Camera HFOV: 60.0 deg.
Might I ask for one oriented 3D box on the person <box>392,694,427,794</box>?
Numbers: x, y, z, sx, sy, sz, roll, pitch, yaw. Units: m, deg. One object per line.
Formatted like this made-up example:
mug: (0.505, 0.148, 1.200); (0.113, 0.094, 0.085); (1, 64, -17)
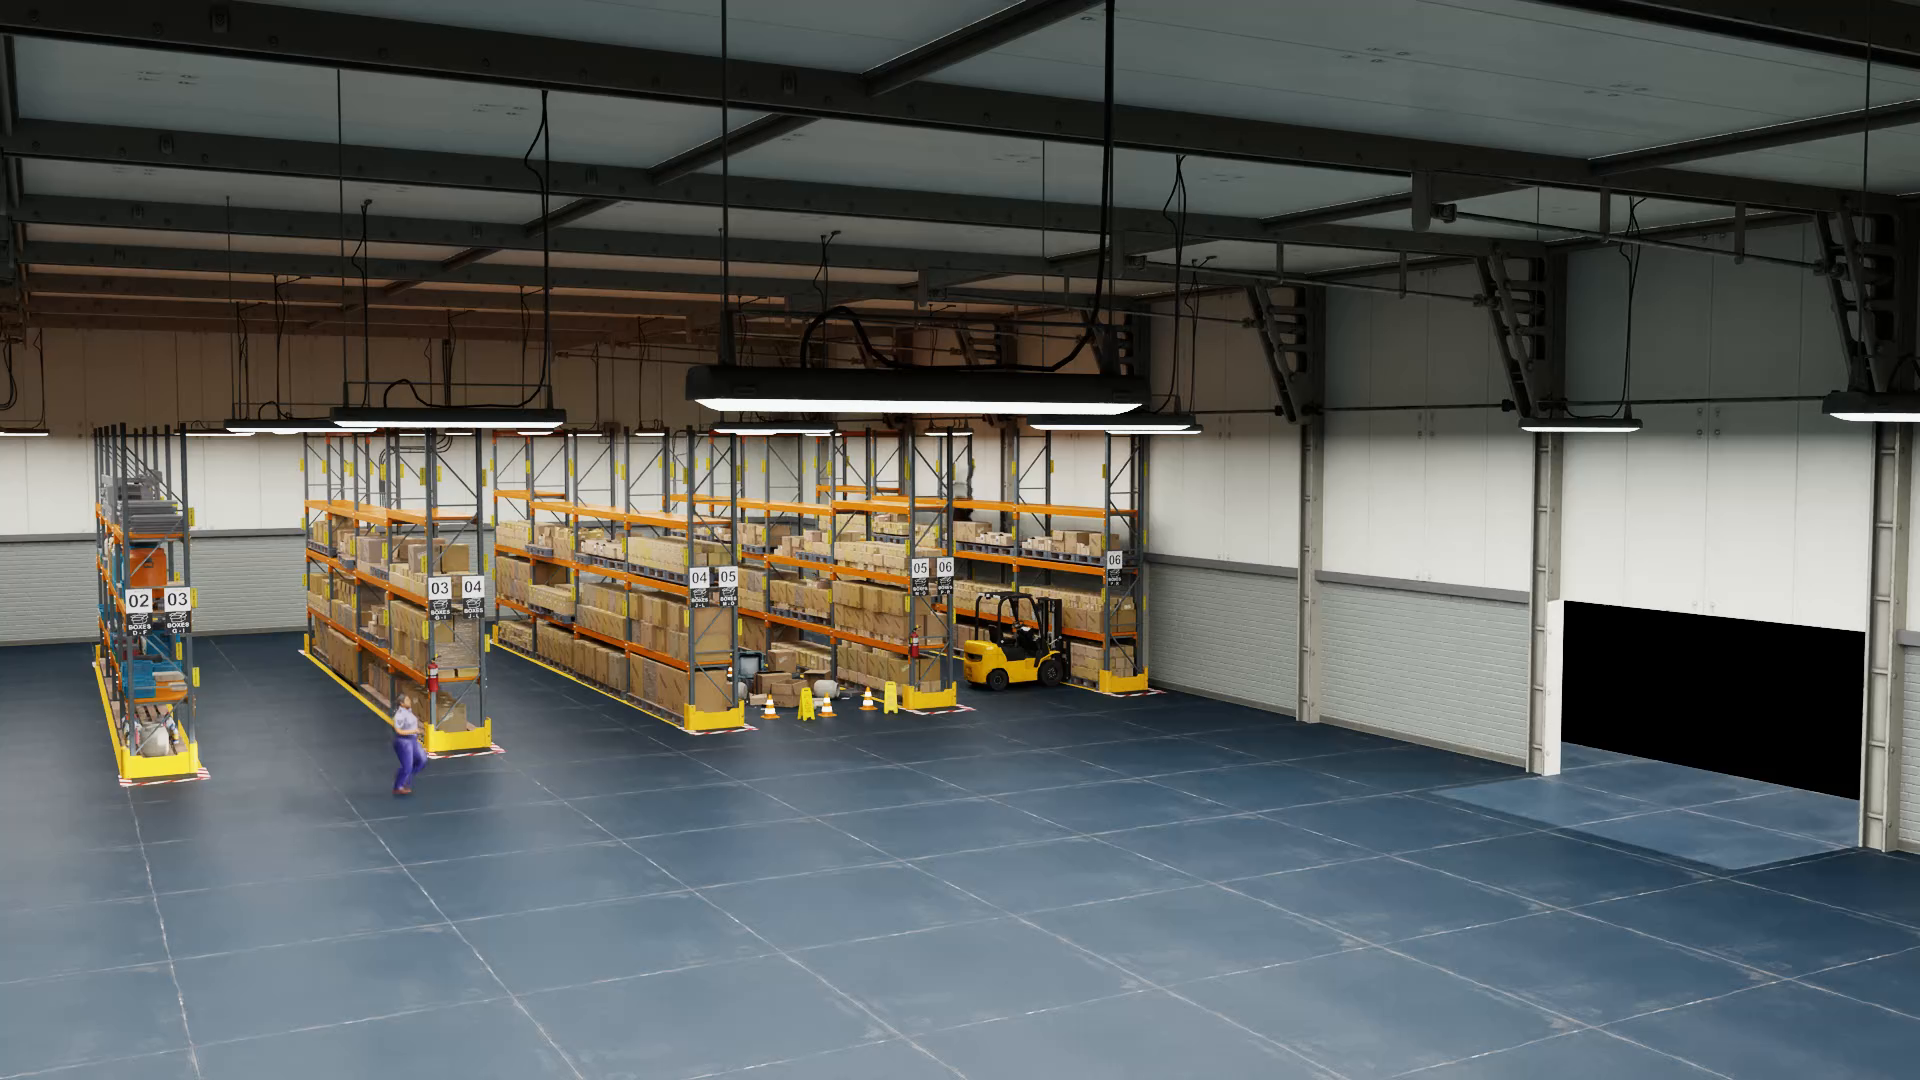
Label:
person: (-8.865, 3.286, 26.809); (0.576, 1.618, 0.591); (0, 3, 5)

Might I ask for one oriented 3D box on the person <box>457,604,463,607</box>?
person: (-13.564, 2.224, 45.034); (0.568, 1.554, 0.484); (-1, 4, -23)

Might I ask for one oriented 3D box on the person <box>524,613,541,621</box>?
person: (-12.561, 1.856, 48.459); (1.023, 1.757, 0.658); (-3, 5, -42)
